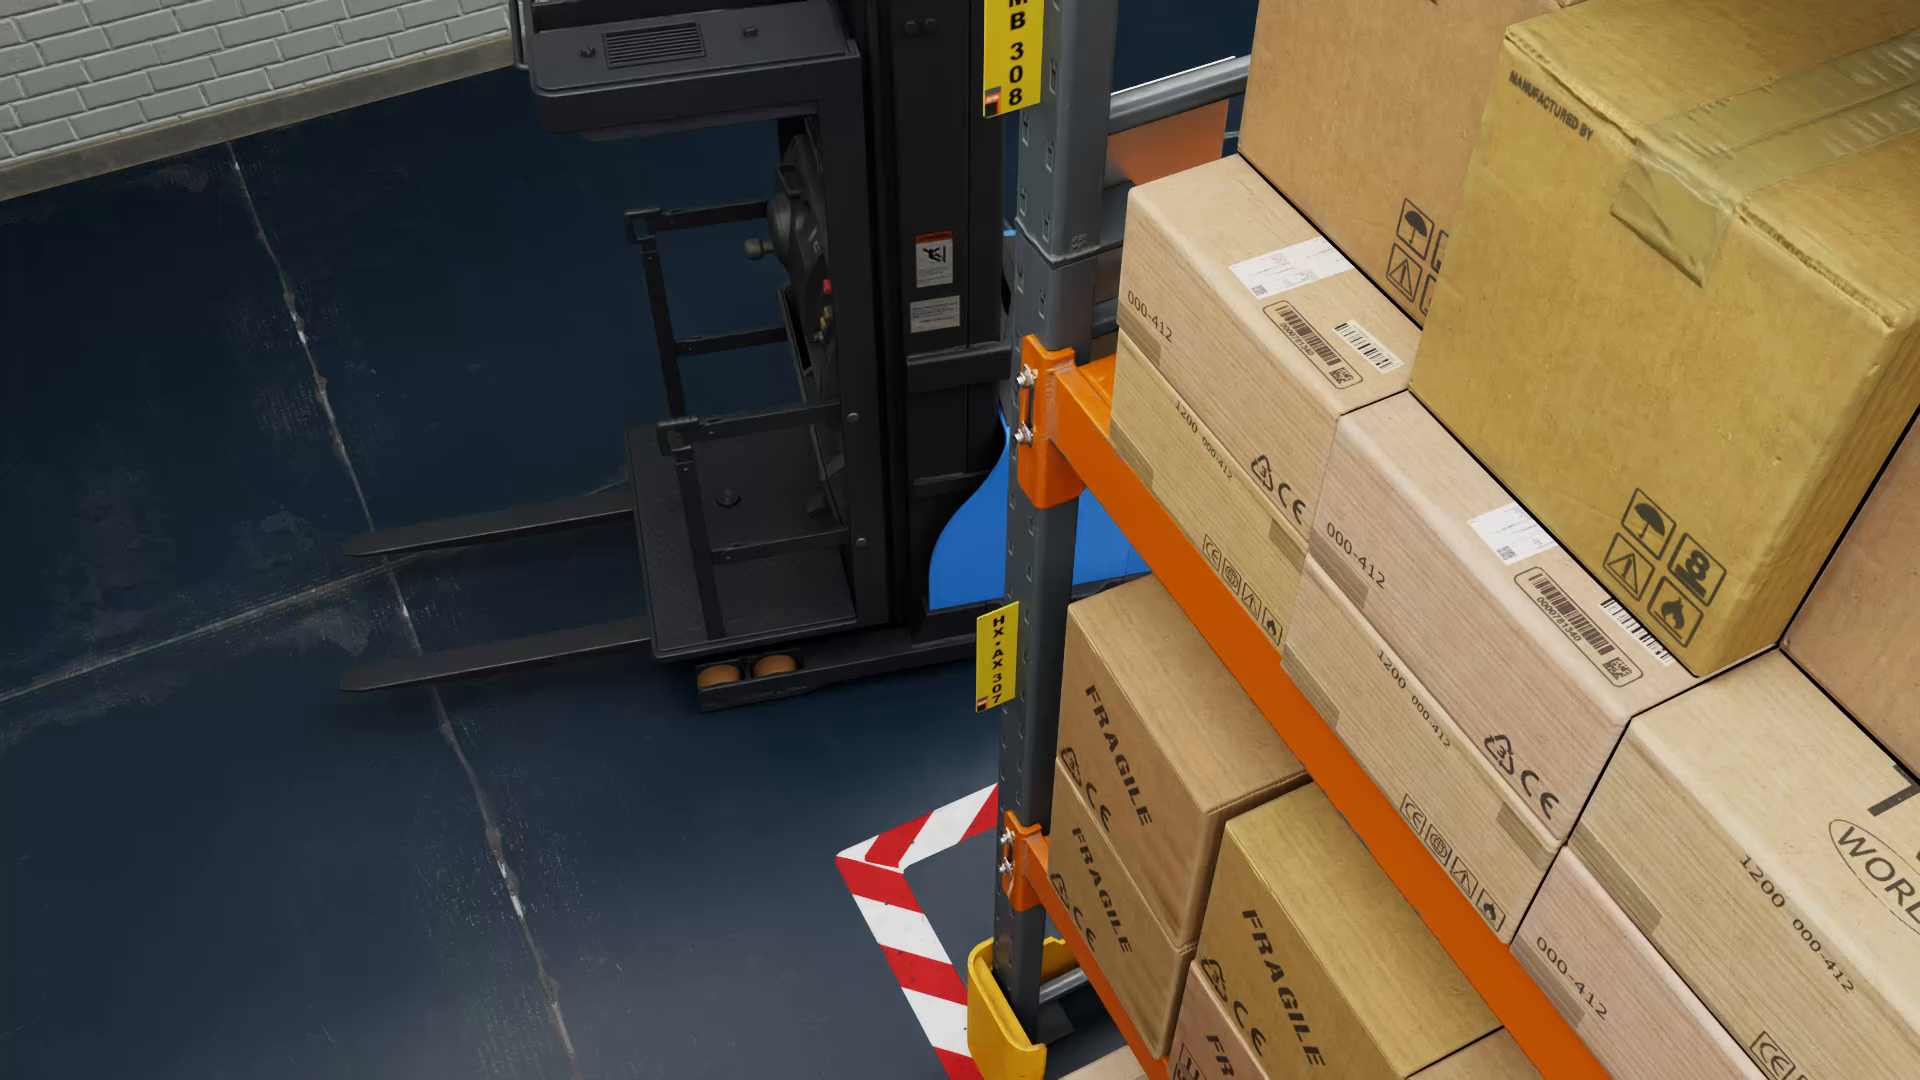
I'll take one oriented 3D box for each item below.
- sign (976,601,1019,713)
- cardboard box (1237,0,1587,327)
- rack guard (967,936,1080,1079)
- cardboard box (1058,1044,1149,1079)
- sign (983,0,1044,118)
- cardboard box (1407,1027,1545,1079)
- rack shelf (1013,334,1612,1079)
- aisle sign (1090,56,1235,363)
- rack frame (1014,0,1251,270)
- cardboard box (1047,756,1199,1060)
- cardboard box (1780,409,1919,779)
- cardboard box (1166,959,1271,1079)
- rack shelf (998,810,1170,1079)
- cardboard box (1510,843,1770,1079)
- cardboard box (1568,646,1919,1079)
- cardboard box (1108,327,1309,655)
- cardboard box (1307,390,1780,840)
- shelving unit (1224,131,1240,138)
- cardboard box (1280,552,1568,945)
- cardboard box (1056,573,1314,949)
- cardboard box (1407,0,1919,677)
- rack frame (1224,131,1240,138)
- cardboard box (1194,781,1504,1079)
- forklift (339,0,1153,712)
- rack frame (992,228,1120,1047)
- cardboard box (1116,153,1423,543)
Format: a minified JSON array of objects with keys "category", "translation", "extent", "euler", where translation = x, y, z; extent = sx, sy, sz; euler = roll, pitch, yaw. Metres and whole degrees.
[{"category":"sign","translation":[0.080,0.247,3.466],"extent":[0.100,0.325,0.005],"euler":[-21,52,-18]},{"category":"cardboard box","translation":[0.812,-0.667,2.117],"extent":[0.700,0.500,0.500],"euler":[-21,52,-18]},{"category":"rack guard","translation":[0.597,1.219,4.852],"extent":[1.175,0.500,0.348],"euler":[-21,52,-18]},{"category":"cardboard box","translation":[0.448,1.537,4.514],"extent":[0.380,0.149,0.250],"euler":[-21,52,-18]},{"category":"sign","translation":[0.080,-0.743,2.334],"extent":[0.100,0.325,0.005],"euler":[-21,52,-18]},{"category":"cardboard box","translation":[1.001,1.054,2.604],"extent":[0.500,0.500,0.500],"euler":[-21,52,-17]},{"category":"rack shelf","translation":[1.477,0.933,1.927],"extent":[1.077,0.370,4.000],"euler":[-21,52,-18]},{"category":"aisle sign","translation":[0.270,-0.456,2.929],"extent":[0.394,0.787,0.004],"euler":[-21,52,-18]},{"category":"rack frame","translation":[0.562,-1.630,1.697],"extent":[1.000,3.000,0.127],"euler":[-21,52,-18]},{"category":"cardboard box","translation":[0.531,0.700,3.579],"extent":[0.500,0.500,0.500],"euler":[-20,52,-17]},{"category":"cardboard box","translation":[1.289,-0.005,1.538],"extent":[0.700,0.500,0.500],"euler":[-21,52,-18]},{"category":"cardboard box","translation":[0.771,1.043,3.278],"extent":[0.500,0.500,0.500],"euler":[-22,52,-18]},{"category":"rack shelf","translation":[1.477,1.920,3.056],"extent":[1.077,0.370,4.000],"euler":[-21,52,-18]},{"category":"cardboard box","translation":[1.019,0.511,1.917],"extent":[0.500,0.250,0.500],"euler":[-21,52,-18]},{"category":"cardboard box","translation":[1.023,0.345,1.730],"extent":[0.500,0.250,0.500],"euler":[-21,52,-18]},{"category":"cardboard box","translation":[0.571,-0.162,2.506],"extent":[0.500,0.250,0.500],"euler":[-21,52,-18]},{"category":"cardboard box","translation":[0.788,0.013,2.021],"extent":[0.500,0.250,0.500],"euler":[-21,52,-18]},{"category":"shelving unit","translation":[1.059,-0.677,5.840],"extent":[0.431,1.500,0.755],"euler":[-9,49,-9]},{"category":"cardboard box","translation":[0.788,0.177,2.209],"extent":[0.500,0.250,0.500],"euler":[-21,52,-18]},{"category":"cardboard box","translation":[0.531,0.371,3.202],"extent":[0.500,0.500,0.500],"euler":[-20,52,-16]},{"category":"cardboard box","translation":[0.965,-0.303,1.799],"extent":[0.700,0.500,0.500],"euler":[-21,52,-18]},{"category":"rack frame","translation":[0.979,-0.946,6.075],"extent":[0.400,1.500,0.023],"euler":[-9,49,-9]},{"category":"cardboard box","translation":[0.776,0.718,2.899],"extent":[0.500,0.500,0.500],"euler":[-21,52,-17]},{"category":"forklift","translation":[-0.659,-0.820,5.020],"extent":[3.031,2.935,1.130],"euler":[-10,50,-8]},{"category":"rack frame","translation":[0.562,0.345,3.956],"extent":[1.000,3.000,0.127],"euler":[-21,52,-18]},{"category":"cardboard box","translation":[0.566,-0.324,2.316],"extent":[0.500,0.250,0.500],"euler":[-21,52,-18]}]
